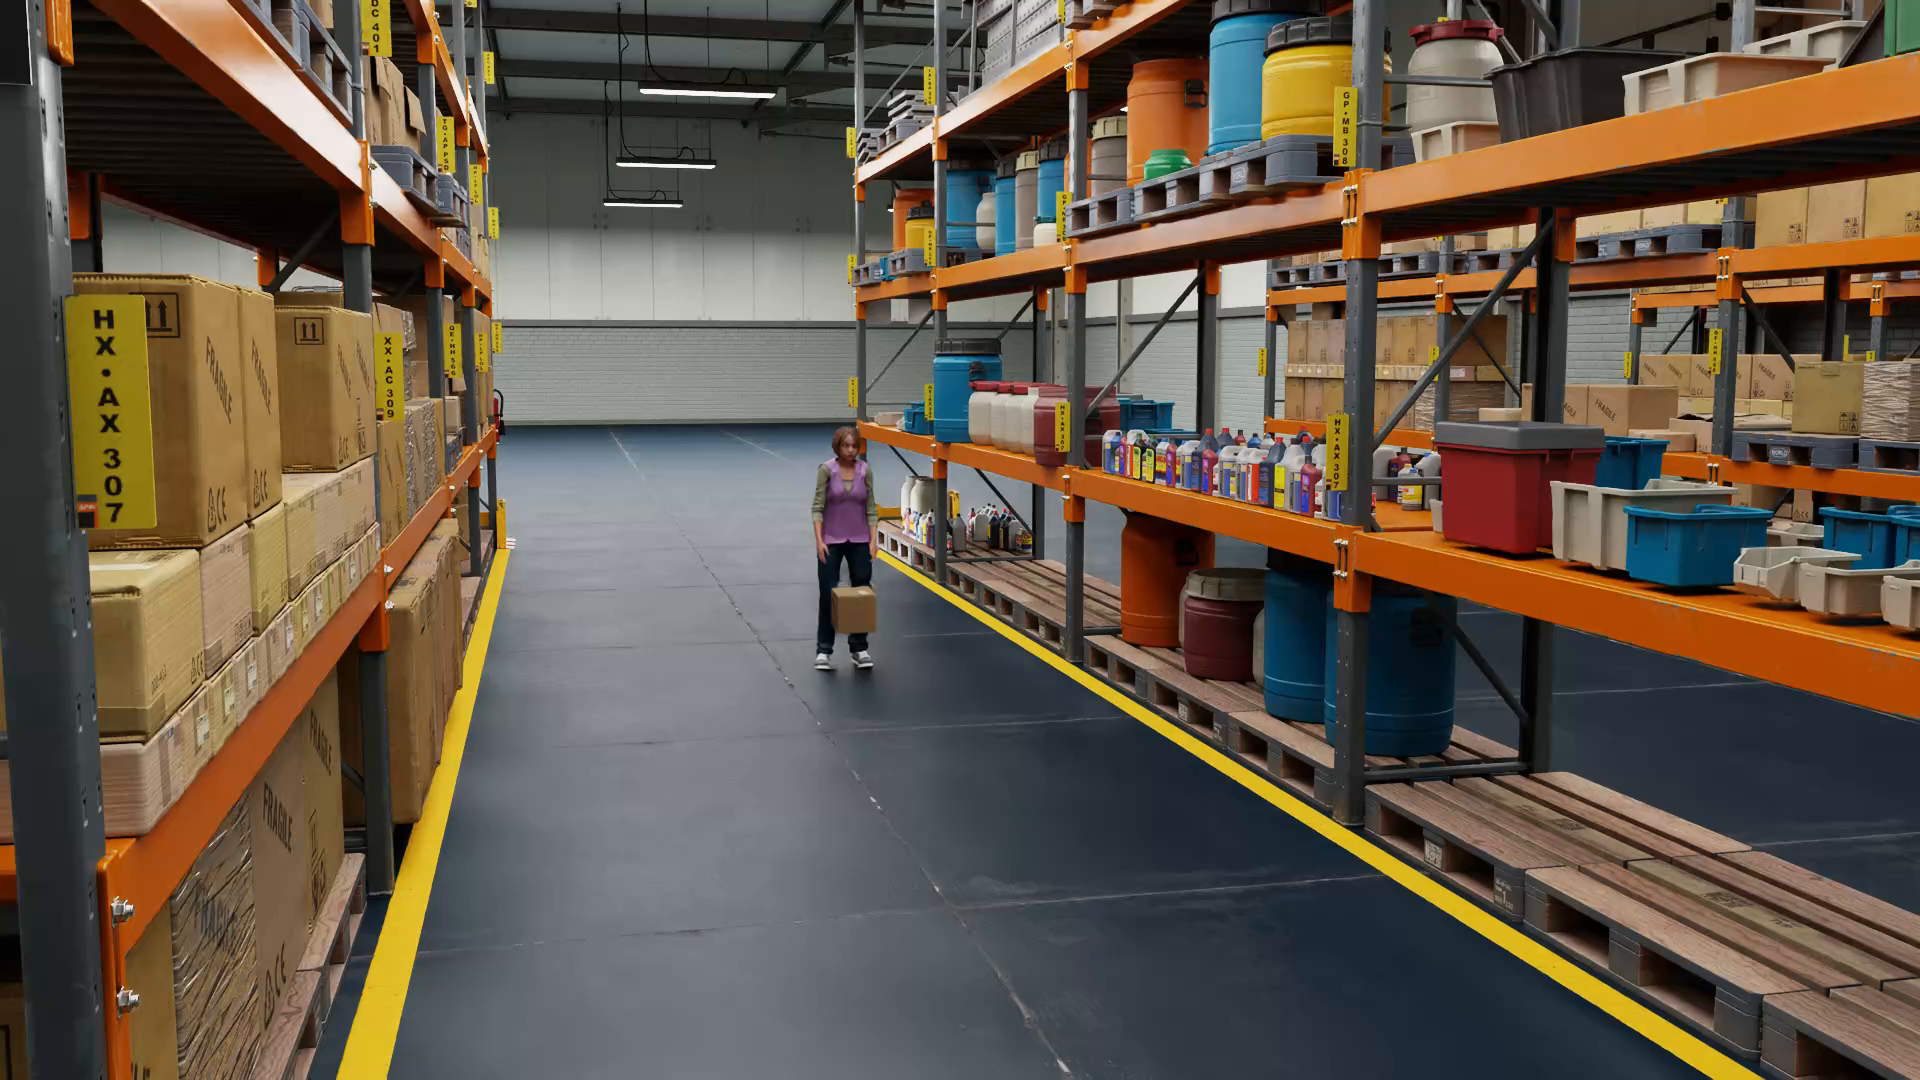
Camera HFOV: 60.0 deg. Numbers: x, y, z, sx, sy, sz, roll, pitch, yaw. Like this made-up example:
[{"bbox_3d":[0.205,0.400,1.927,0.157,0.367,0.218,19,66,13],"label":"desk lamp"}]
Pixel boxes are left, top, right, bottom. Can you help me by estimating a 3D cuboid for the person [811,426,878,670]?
[{"bbox_3d":[-0.757,0.044,10.966,0.453,1.597,0.336,-2,7,-15],"label":"person"}]
